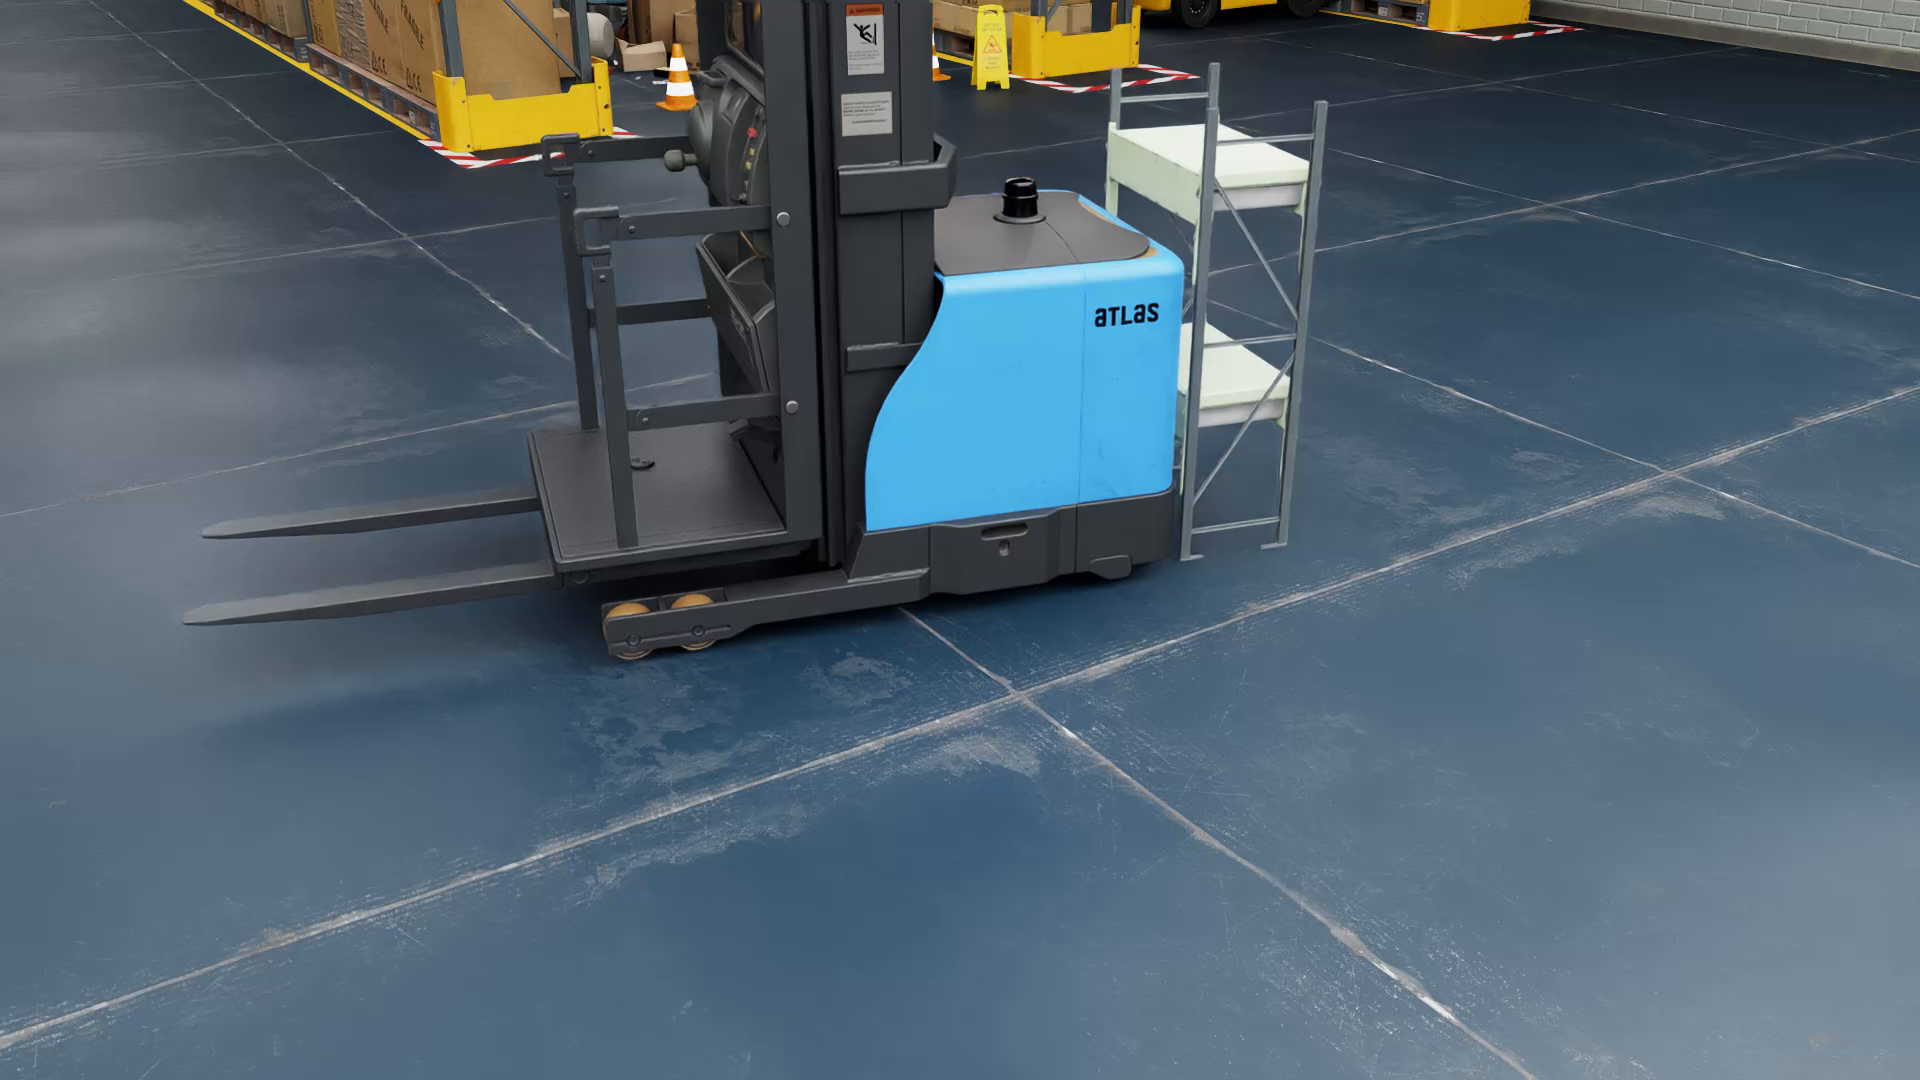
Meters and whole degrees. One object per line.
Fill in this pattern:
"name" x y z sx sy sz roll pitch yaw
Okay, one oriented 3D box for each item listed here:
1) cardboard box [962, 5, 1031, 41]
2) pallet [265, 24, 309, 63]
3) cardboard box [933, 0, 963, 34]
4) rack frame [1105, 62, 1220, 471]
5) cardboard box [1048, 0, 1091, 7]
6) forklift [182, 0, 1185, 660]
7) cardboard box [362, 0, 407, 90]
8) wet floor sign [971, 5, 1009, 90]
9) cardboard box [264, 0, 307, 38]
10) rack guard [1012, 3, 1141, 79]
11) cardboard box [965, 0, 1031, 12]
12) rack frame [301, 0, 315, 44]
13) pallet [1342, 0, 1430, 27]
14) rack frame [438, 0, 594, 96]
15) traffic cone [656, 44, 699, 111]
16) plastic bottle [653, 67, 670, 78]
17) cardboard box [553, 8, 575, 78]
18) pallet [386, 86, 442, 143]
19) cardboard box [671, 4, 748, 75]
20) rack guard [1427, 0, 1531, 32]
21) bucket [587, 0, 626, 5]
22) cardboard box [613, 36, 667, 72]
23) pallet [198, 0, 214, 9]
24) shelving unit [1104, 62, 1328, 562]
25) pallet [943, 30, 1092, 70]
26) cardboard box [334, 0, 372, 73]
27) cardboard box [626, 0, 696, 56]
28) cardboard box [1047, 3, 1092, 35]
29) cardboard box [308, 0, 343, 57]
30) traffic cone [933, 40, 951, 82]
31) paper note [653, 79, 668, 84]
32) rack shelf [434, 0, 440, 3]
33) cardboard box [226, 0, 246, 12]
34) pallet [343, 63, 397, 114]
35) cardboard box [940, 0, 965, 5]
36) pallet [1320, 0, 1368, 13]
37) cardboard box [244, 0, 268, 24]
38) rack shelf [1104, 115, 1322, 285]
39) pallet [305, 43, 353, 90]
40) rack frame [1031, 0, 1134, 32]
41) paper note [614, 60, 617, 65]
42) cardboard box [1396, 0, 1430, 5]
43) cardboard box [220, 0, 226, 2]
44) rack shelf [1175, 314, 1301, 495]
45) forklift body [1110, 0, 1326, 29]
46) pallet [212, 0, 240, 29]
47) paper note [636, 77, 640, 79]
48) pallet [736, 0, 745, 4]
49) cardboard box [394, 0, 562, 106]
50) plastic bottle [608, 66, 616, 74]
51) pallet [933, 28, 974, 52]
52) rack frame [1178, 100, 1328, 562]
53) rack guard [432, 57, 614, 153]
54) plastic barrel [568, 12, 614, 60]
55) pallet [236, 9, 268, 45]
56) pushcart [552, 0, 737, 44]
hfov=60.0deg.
"cardboard box" 0.359 -4.564 14.634 0.500 0.250 0.500 -16 29 -30
"pallet" -5.721 -4.621 15.292 1.003 0.211 1.213 -16 29 -30
"cardboard box" 0.096 -4.743 15.012 0.500 0.250 0.500 -15 29 -29
"rack frame" 0.699 -0.931 5.965 0.400 1.500 0.023 -8 26 -16
"cardboard box" 0.817 -5.030 14.741 0.500 0.500 0.500 -17 30 -31
"forklift" -0.871 -1.219 4.899 3.031 2.935 1.130 -8 26 -16
"cardboard box" -3.961 -3.963 12.629 0.875 0.875 0.875 -16 30 -30
"wet floor sign" 0.246 -4.001 13.469 0.267 0.644 0.232 -6 26 -12
"cardboard box" -5.651 -4.997 14.966 1.050 0.750 0.750 -16 29 -30
"rack guard" 0.997 -4.280 14.230 1.175 0.500 0.348 -16 29 -30
"cardboard box" 0.383 -4.894 14.454 0.500 0.500 0.500 -15 29 -29
"rack frame" -5.237 -5.624 14.149 1.000 3.000 0.127 -16 29 -30
"pallet" 4.743 -5.544 17.246 1.003 0.211 1.213 -16 29 -30
"rack frame" -3.053 -4.193 11.118 1.000 3.000 0.127 -16 29 -30
"traffic cone" -2.154 -3.567 12.763 0.336 0.463 0.334 -16 29 -30
"plastic bottle" -2.495 -3.954 14.054 0.283 0.061 0.133 18 31 33
"cardboard box" -3.530 -4.178 14.013 0.500 0.500 0.500 -10 27 -21
"pallet" -3.556 -3.200 12.281 1.003 0.211 1.213 -16 29 -30
"cardboard box" -2.041 -4.292 14.252 0.637 0.503 0.797 7 26 15
"rack guard" 5.209 -5.402 16.607 1.175 0.500 0.348 -16 29 -30
"bucket" -3.231 -5.319 15.558 0.726 0.611 0.620 -6 16 -12
"cardboard box" -2.756 -4.202 14.340 0.396 0.266 0.258 -10 27 -21
"pallet" -7.846 -6.073 18.368 1.003 0.211 1.213 -16 29 -30
"shelving unit" 0.813 -0.783 5.651 0.431 1.500 0.755 -8 26 -16
"pallet" 0.583 -4.448 14.924 1.003 0.211 1.213 -16 29 -30
"cardboard box" -4.457 -4.290 13.321 0.875 0.875 0.875 -15 29 -29
"cardboard box" -2.559 -4.686 14.928 0.797 0.637 0.503 -16 29 -30
"cardboard box" 0.830 -4.682 14.884 0.500 0.250 0.500 -16 30 -30
"cardboard box" -4.952 -4.612 14.002 0.875 0.875 0.875 -15 29 -29
"traffic cone" -0.277 -4.089 13.869 0.336 0.463 0.334 -16 29 -30
"paper note" -2.464 -3.791 13.747 0.144 0.017 0.142 -6 26 -12
"rack shelf" -4.145 -4.583 12.787 1.077 0.370 4.000 -16 29 -30
"cardboard box" -6.684 -5.676 16.404 1.050 0.750 0.750 -15 29 -29
"pallet" -4.217 -3.636 13.204 1.003 0.211 1.213 -16 29 -30
"cardboard box" 0.095 -5.080 14.848 0.500 0.500 0.500 -14 29 -28
"pallet" 4.081 -5.980 18.169 1.003 0.211 1.213 -16 29 -30
"cardboard box" -6.175 -5.343 15.698 1.050 0.750 0.750 -16 29 -30
"rack shelf" 0.813 -1.135 5.484 0.431 0.370 0.720 -8 26 -16
"pallet" -4.888 -4.072 14.130 1.003 0.211 1.213 -16 29 -30
"rack frame" 1.039 -5.383 13.639 1.000 3.000 0.127 -16 29 -30
"paper note" -2.963 -4.218 14.659 0.172 0.023 0.155 -6 26 -12
"cardboard box" 4.674 -5.582 16.789 0.500 0.250 0.500 -15 29 -29
"cardboard box" -7.164 -5.988 17.065 1.050 0.750 0.750 -16 30 -30
"rack shelf" 0.813 -0.488 5.790 0.431 0.370 0.720 -8 26 -16
"forklift body" 2.632 -6.410 16.809 2.313 2.155 1.214 -16 29 -30
"pallet" -7.053 -5.494 17.140 1.003 0.211 1.213 -16 29 -30
"paper note" -2.701 -3.877 13.951 0.032 0.001 0.123 -1 25 -3
"pallet" -2.241 -6.267 18.779 1.003 0.211 1.213 -16 29 -30
"cardboard box" -3.479 -3.649 11.963 0.875 0.875 0.875 -15 29 -29
"plastic bottle" -3.062 -3.983 14.115 0.133 0.061 0.283 18 31 33
"pallet" -0.079 -4.884 15.848 1.003 0.211 1.213 -16 29 -30
"rack frame" 0.928 -0.634 5.336 0.400 1.500 0.023 -8 26 -16
"rack guard" -3.040 -3.054 11.634 1.175 0.500 0.348 -16 29 -30
"plastic barrel" -3.333 -4.410 14.597 0.512 0.421 0.421 3 25 6
"pallet" -6.392 -5.058 16.217 1.003 0.211 1.213 -16 29 -30
"pushcart" -3.028 -5.078 16.066 0.936 0.377 1.648 18 31 33
